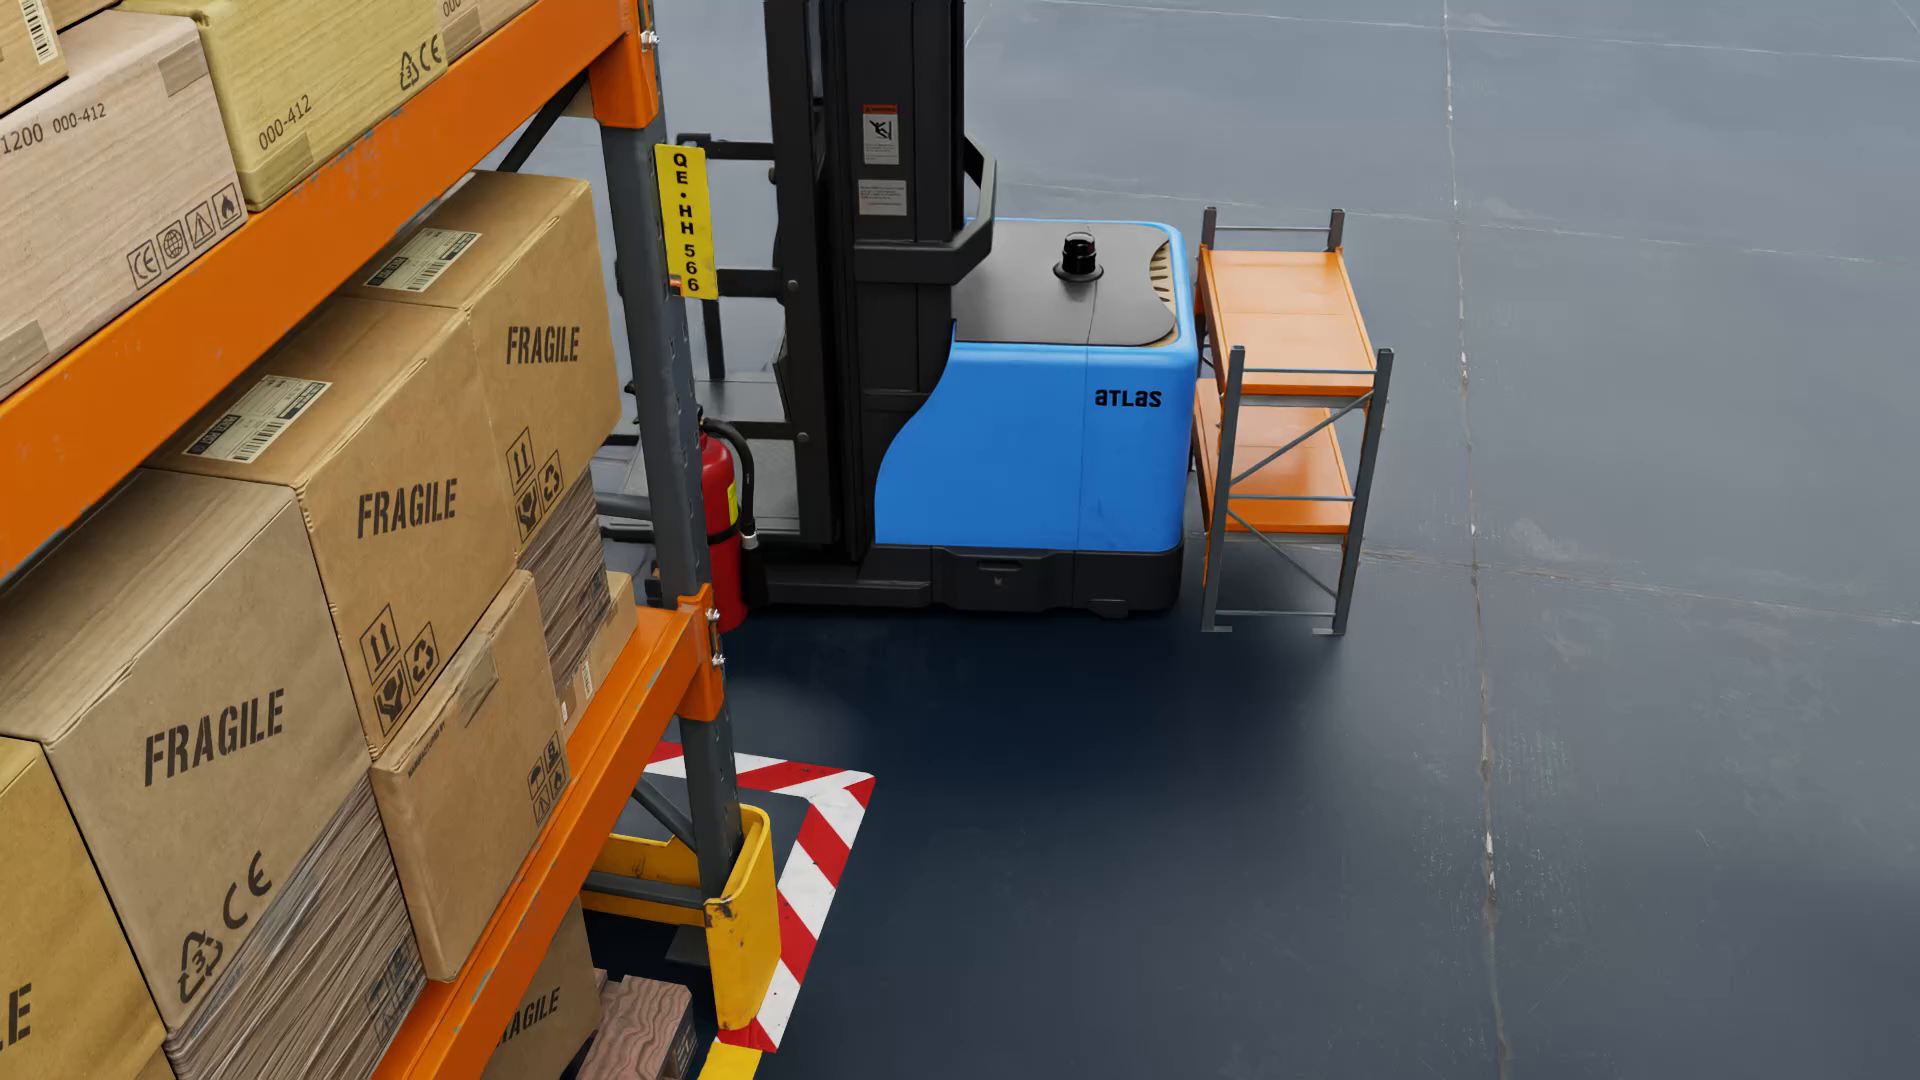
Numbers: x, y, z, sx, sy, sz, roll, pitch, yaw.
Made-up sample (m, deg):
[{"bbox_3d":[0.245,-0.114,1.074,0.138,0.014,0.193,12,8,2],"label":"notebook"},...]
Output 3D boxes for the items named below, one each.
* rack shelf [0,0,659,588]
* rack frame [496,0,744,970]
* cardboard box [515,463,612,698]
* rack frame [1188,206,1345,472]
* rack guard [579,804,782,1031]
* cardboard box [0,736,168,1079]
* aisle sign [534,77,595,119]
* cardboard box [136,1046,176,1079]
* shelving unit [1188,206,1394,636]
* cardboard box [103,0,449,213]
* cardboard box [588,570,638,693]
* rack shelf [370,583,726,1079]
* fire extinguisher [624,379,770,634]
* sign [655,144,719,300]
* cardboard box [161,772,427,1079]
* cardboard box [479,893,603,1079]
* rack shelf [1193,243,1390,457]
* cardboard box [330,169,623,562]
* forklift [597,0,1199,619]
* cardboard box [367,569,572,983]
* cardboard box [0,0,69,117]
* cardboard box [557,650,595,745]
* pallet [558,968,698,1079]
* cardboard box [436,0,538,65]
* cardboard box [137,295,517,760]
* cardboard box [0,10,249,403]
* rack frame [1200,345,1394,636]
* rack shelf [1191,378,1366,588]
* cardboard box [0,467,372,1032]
[{"bbox_3d":[-1.507,0.111,1.598,1.077,0.370,4.000,7,37,10],"label":"rack shelf"},{"bbox_3d":[-1.079,-0.112,3.849,1.000,3.000,0.127,7,37,10],"label":"rack frame"},{"bbox_3d":[-1.224,0.039,3.302,0.875,0.500,0.500,7,37,10],"label":"cardboard box"},{"bbox_3d":[1.130,-0.733,6.302,0.500,1.125,0.032,1,36,2],"label":"rack frame"},{"bbox_3d":[-1.096,0.944,4.522,1.175,0.500,0.348,7,37,10],"label":"rack guard"},{"bbox_3d":[-1.281,0.528,1.775,0.500,0.500,0.500,7,37,10],"label":"cardboard box"},{"bbox_3d":[-0.773,-1.163,3.083,0.394,0.787,0.004,7,37,10],"label":"aisle sign"},{"bbox_3d":[-1.481,0.907,2.104,0.875,0.500,0.500,7,37,10],"label":"cardboard box"},{"bbox_3d":[1.111,-0.435,5.891,0.538,1.125,1.048,1,36,2],"label":"shelving unit"},{"bbox_3d":[-1.038,-0.671,2.192,0.500,0.250,0.500,8,37,10],"label":"cardboard box"},{"bbox_3d":[-0.939,0.179,3.661,0.380,0.149,0.250,7,37,10],"label":"cardboard box"},{"bbox_3d":[-1.507,1.326,2.478,1.077,0.370,4.000,7,37,10],"label":"rack shelf"},{"bbox_3d":[-0.605,-0.089,3.882,0.296,0.674,0.183,7,37,10],"label":"fire extinguisher"},{"bbox_3d":[-0.541,-0.628,3.304,0.100,0.325,0.005,7,37,10],"label":"sign"},{"bbox_3d":[-1.362,0.622,2.497,0.875,0.500,0.500,7,37,10],"label":"cardboard box"},{"bbox_3d":[-1.229,1.086,3.968,0.500,0.500,0.500,14,38,19],"label":"cardboard box"},{"bbox_3d":[1.111,-0.672,5.719,0.538,0.278,1.000,1,36,2],"label":"rack shelf"},{"bbox_3d":[-0.955,-0.332,2.961,0.500,0.500,0.500,7,37,10],"label":"cardboard box"},{"bbox_3d":[-0.714,-1.238,5.460,3.031,2.935,1.130,2,36,3],"label":"forklift"},{"bbox_3d":[-1.213,0.340,2.885,0.875,0.500,0.500,7,37,10],"label":"cardboard box"},{"bbox_3d":[-1.119,-0.484,1.594,0.380,0.149,0.250,6,36,8],"label":"cardboard box"},{"bbox_3d":[-0.993,0.322,3.464,0.380,0.149,0.250,7,37,10],"label":"cardboard box"},{"bbox_3d":[-1.304,1.522,3.970,1.003,0.211,1.213,7,37,10],"label":"pallet"},{"bbox_3d":[-0.934,-0.958,2.587,0.500,0.250,0.500,8,37,11],"label":"cardboard box"},{"bbox_3d":[-1.057,-0.044,2.564,0.500,0.500,0.500,7,37,10],"label":"cardboard box"},{"bbox_3d":[-1.156,-0.378,1.788,0.500,0.250,0.500,8,37,11],"label":"cardboard box"},{"bbox_3d":[1.091,-0.137,5.480,0.500,1.125,0.032,1,36,2],"label":"rack frame"},{"bbox_3d":[1.111,-0.237,6.035,0.538,0.278,1.000,1,36,2],"label":"rack shelf"},{"bbox_3d":[-1.166,0.242,2.169,0.500,0.500,0.500,7,37,10],"label":"cardboard box"}]
